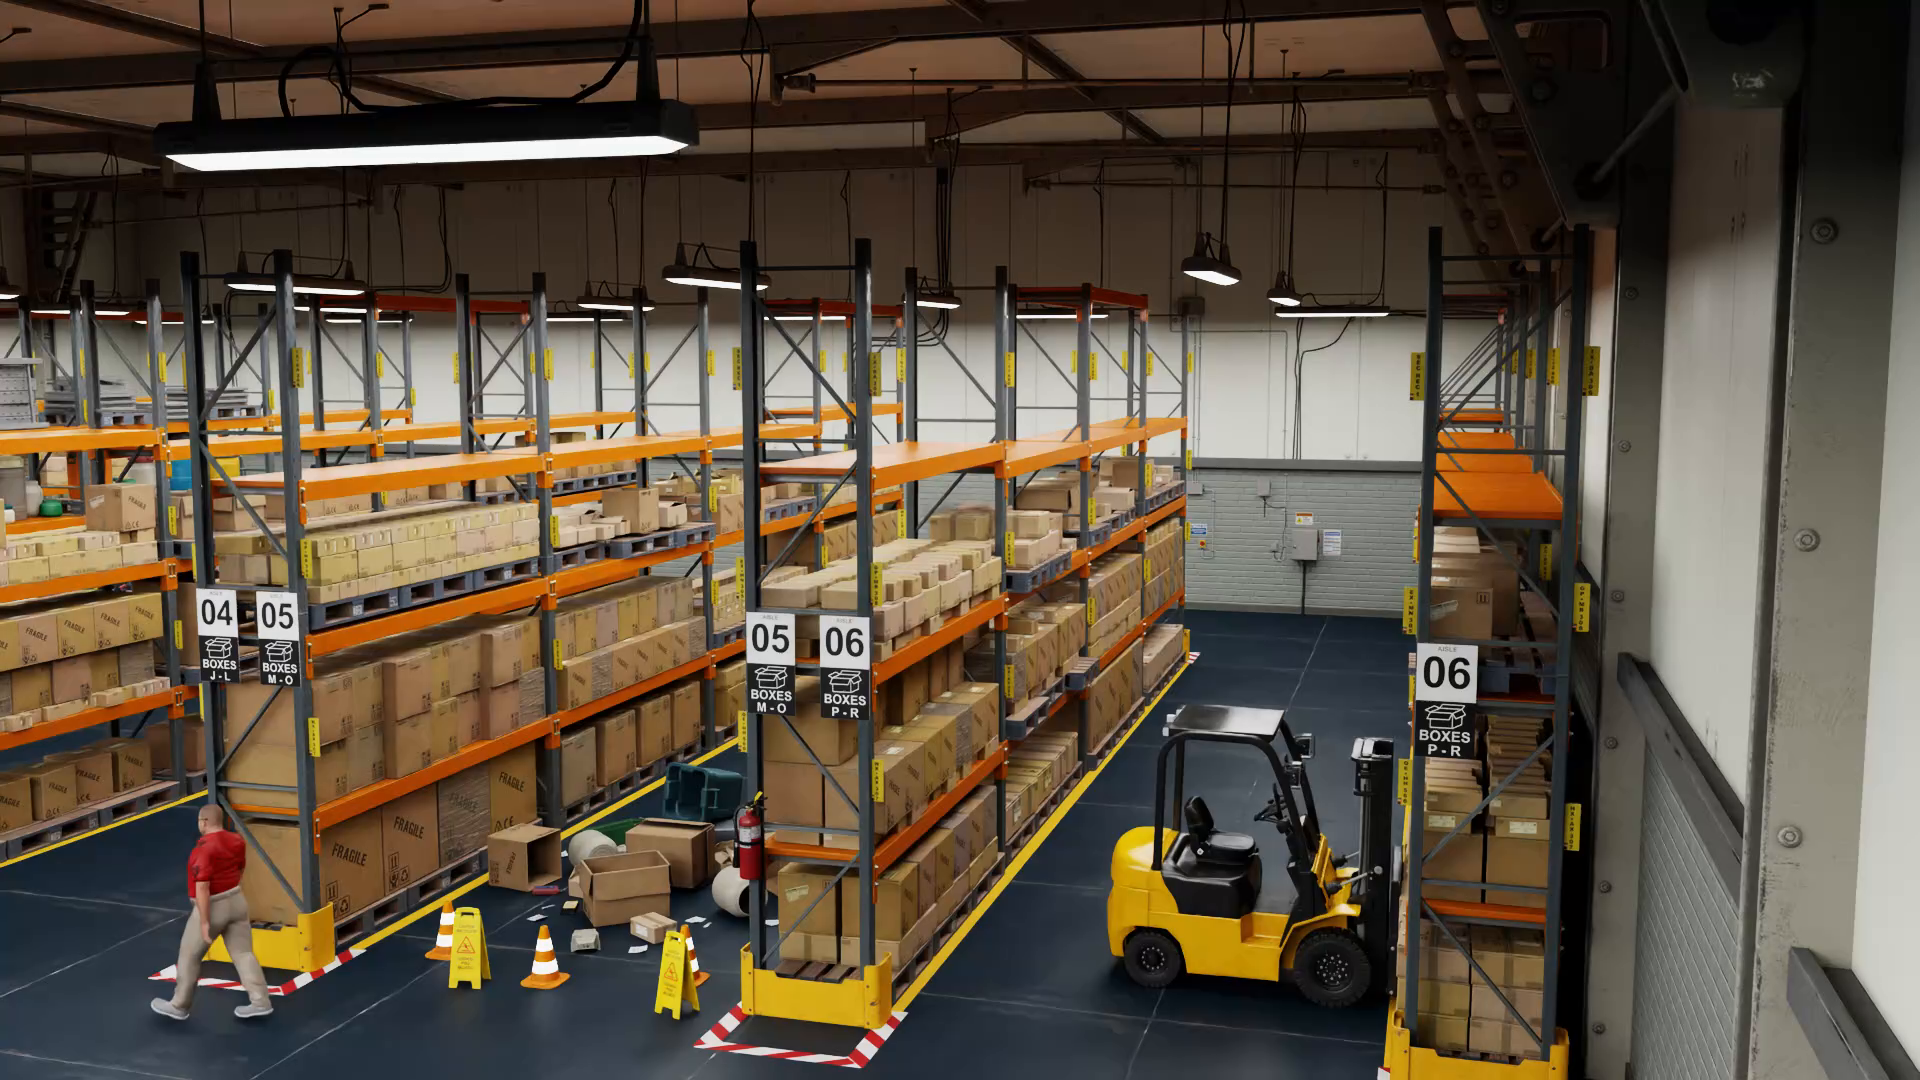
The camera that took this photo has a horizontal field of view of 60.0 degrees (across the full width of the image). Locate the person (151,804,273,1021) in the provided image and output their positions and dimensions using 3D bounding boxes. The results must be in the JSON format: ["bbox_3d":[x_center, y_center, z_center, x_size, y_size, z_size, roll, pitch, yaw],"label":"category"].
[{"bbox_3d":[-5.815,2.889,12.933,0.909,1.675,0.550,3,7,26],"label":"person"}]

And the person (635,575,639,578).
[{"bbox_3d":[-5.161,1.346,27.258,0.421,1.527,0.768,2,7,14],"label":"person"}]
